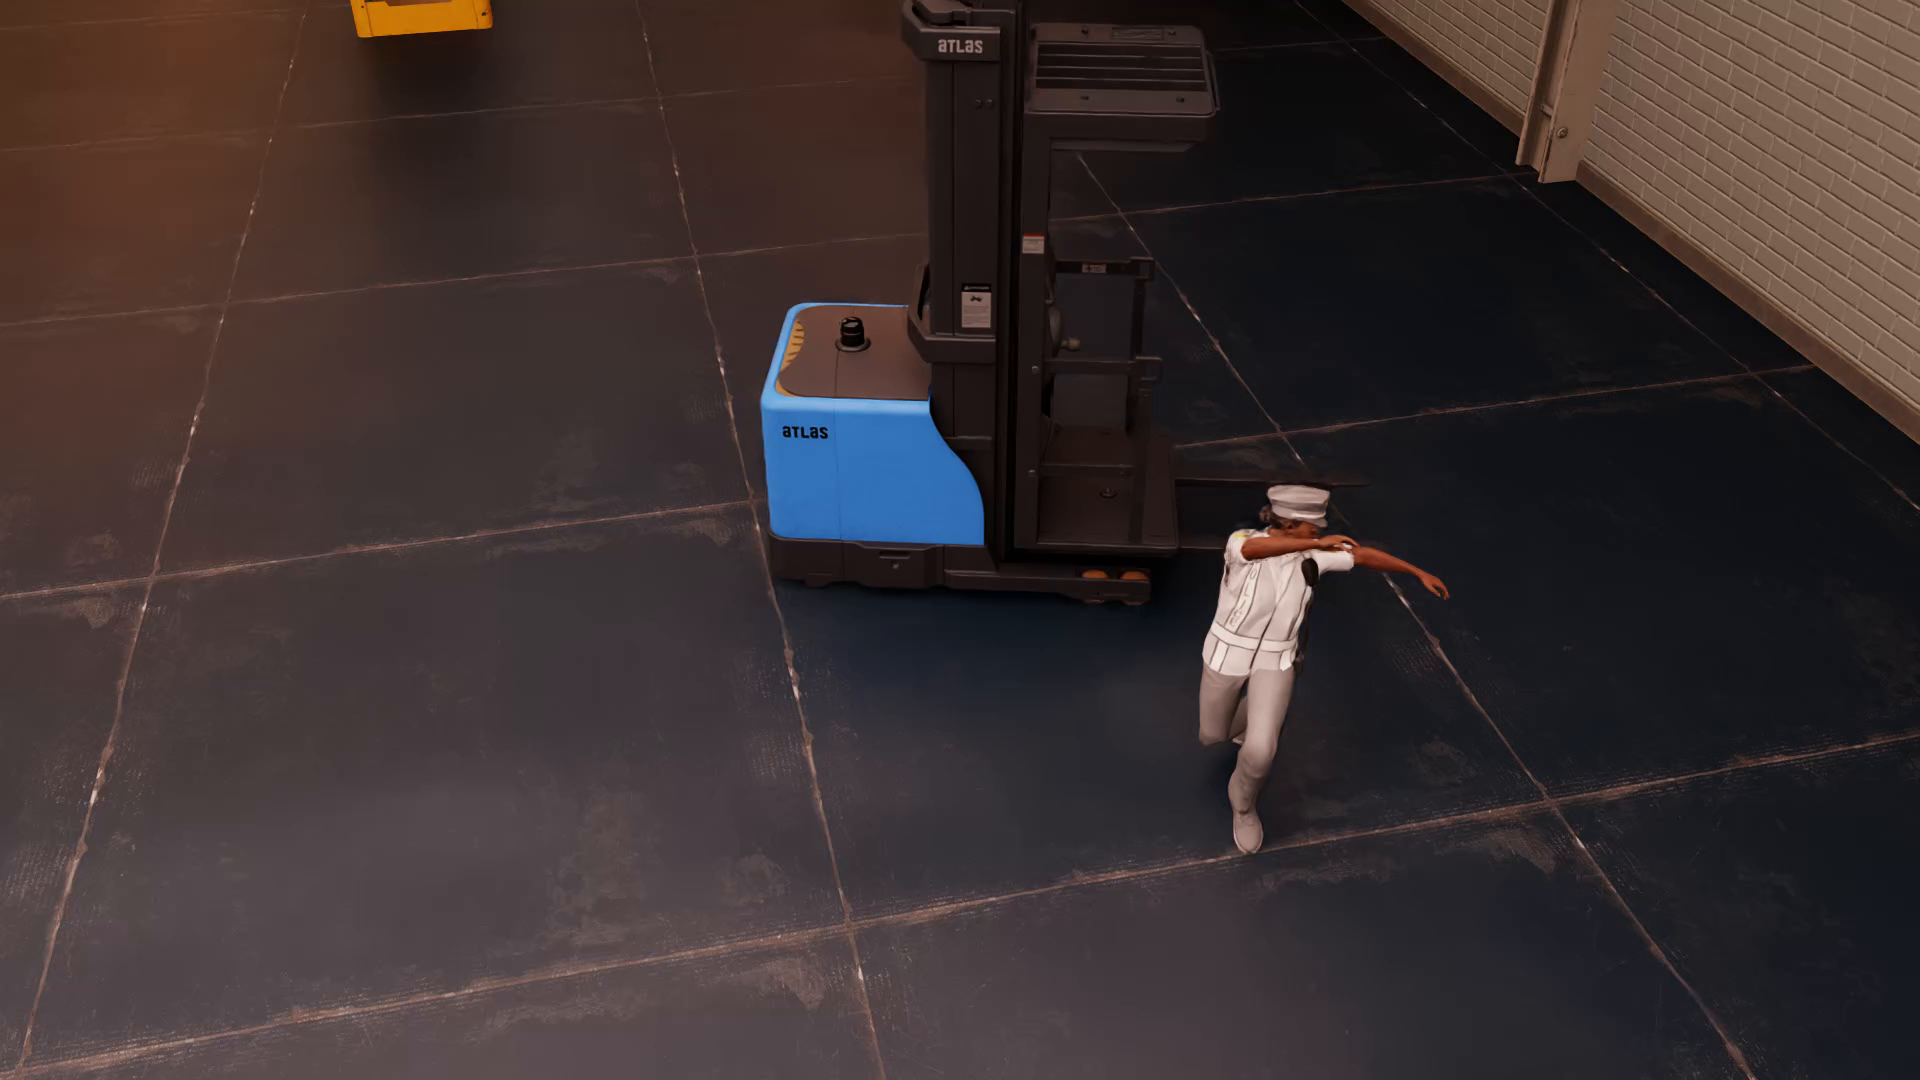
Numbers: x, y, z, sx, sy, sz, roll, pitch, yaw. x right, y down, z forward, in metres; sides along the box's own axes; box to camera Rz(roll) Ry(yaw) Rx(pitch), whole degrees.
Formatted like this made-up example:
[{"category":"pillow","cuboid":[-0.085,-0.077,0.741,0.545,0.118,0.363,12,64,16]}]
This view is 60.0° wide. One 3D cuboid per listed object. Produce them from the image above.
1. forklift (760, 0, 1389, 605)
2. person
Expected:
[{"category":"forklift","cuboid":[0.599,-1.193,7.707,3.031,2.935,1.130,2,36,3]},{"category":"person","cuboid":[1.461,0.496,6.695,0.964,1.397,0.884,6,36,9]}]
